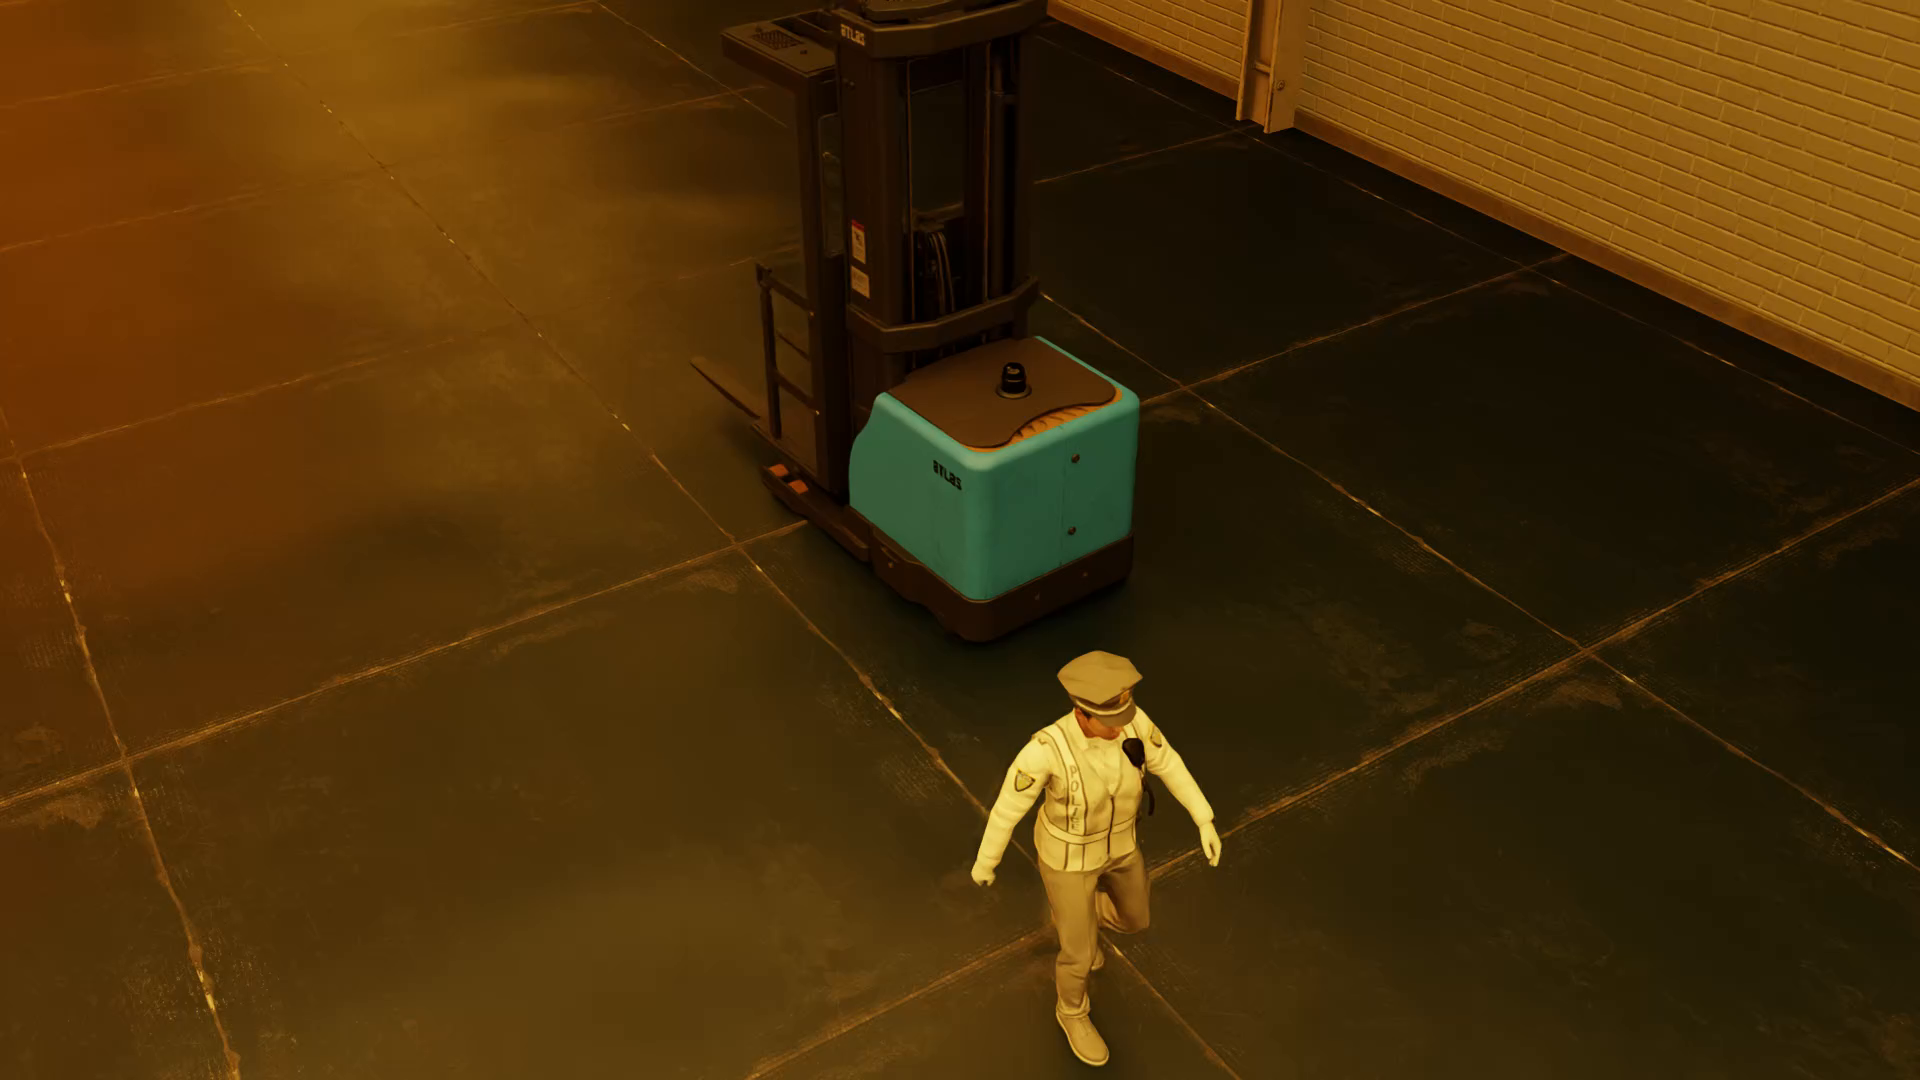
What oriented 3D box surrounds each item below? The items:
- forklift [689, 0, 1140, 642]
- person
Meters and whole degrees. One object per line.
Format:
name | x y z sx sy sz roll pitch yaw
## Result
forklift | -0.423 -1.506 8.291 1.130 2.935 3.031 -23 41 -30
person | 0.443 1.075 5.741 0.753 1.652 0.591 -20 40 -26
